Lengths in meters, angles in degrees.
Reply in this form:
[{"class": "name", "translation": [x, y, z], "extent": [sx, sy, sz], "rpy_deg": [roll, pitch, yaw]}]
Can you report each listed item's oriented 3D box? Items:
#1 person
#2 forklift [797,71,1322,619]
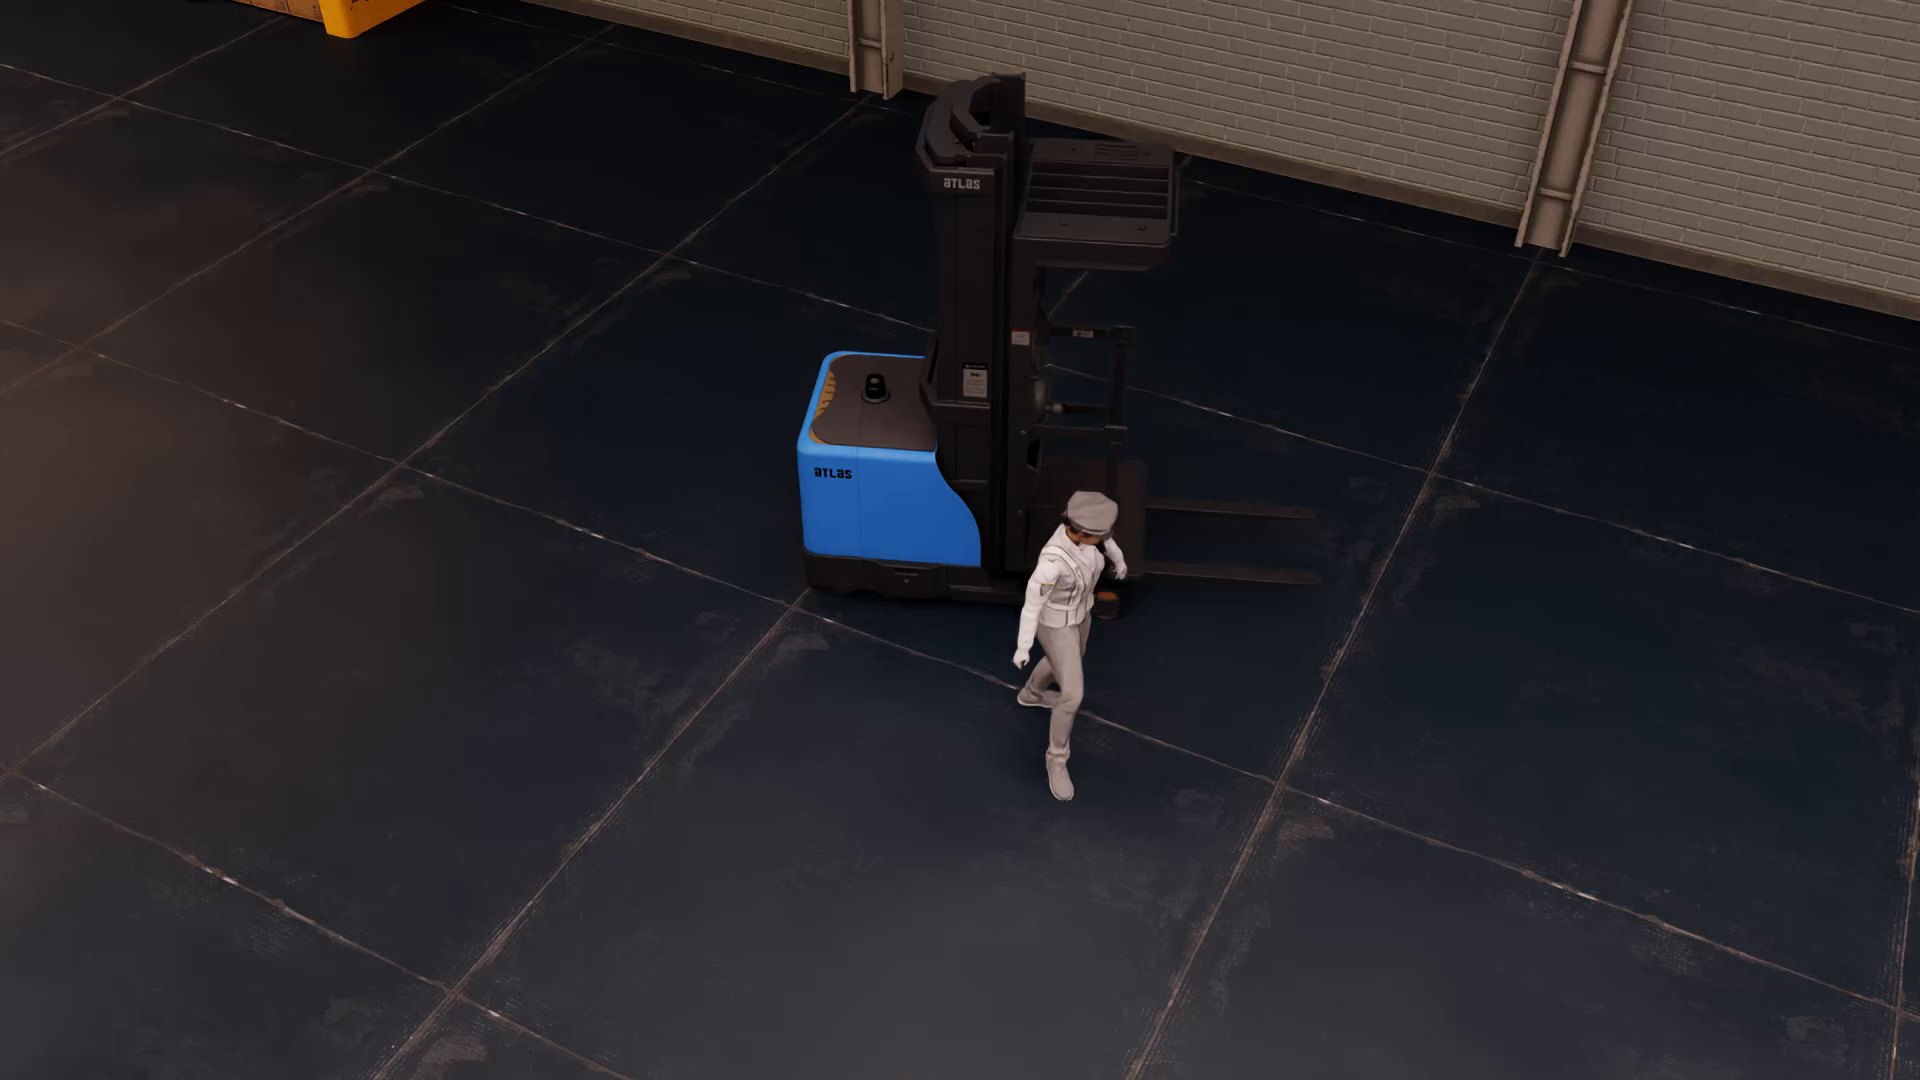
[{"class": "person", "translation": [0.538, 0.406, 8.556], "extent": [0.561, 1.612, 0.965], "rpy_deg": [18, 43, 21]}, {"class": "forklift", "translation": [0.627, -1.023, 9.201], "extent": [3.031, 2.935, 1.130], "rpy_deg": [4, 40, 5]}]
